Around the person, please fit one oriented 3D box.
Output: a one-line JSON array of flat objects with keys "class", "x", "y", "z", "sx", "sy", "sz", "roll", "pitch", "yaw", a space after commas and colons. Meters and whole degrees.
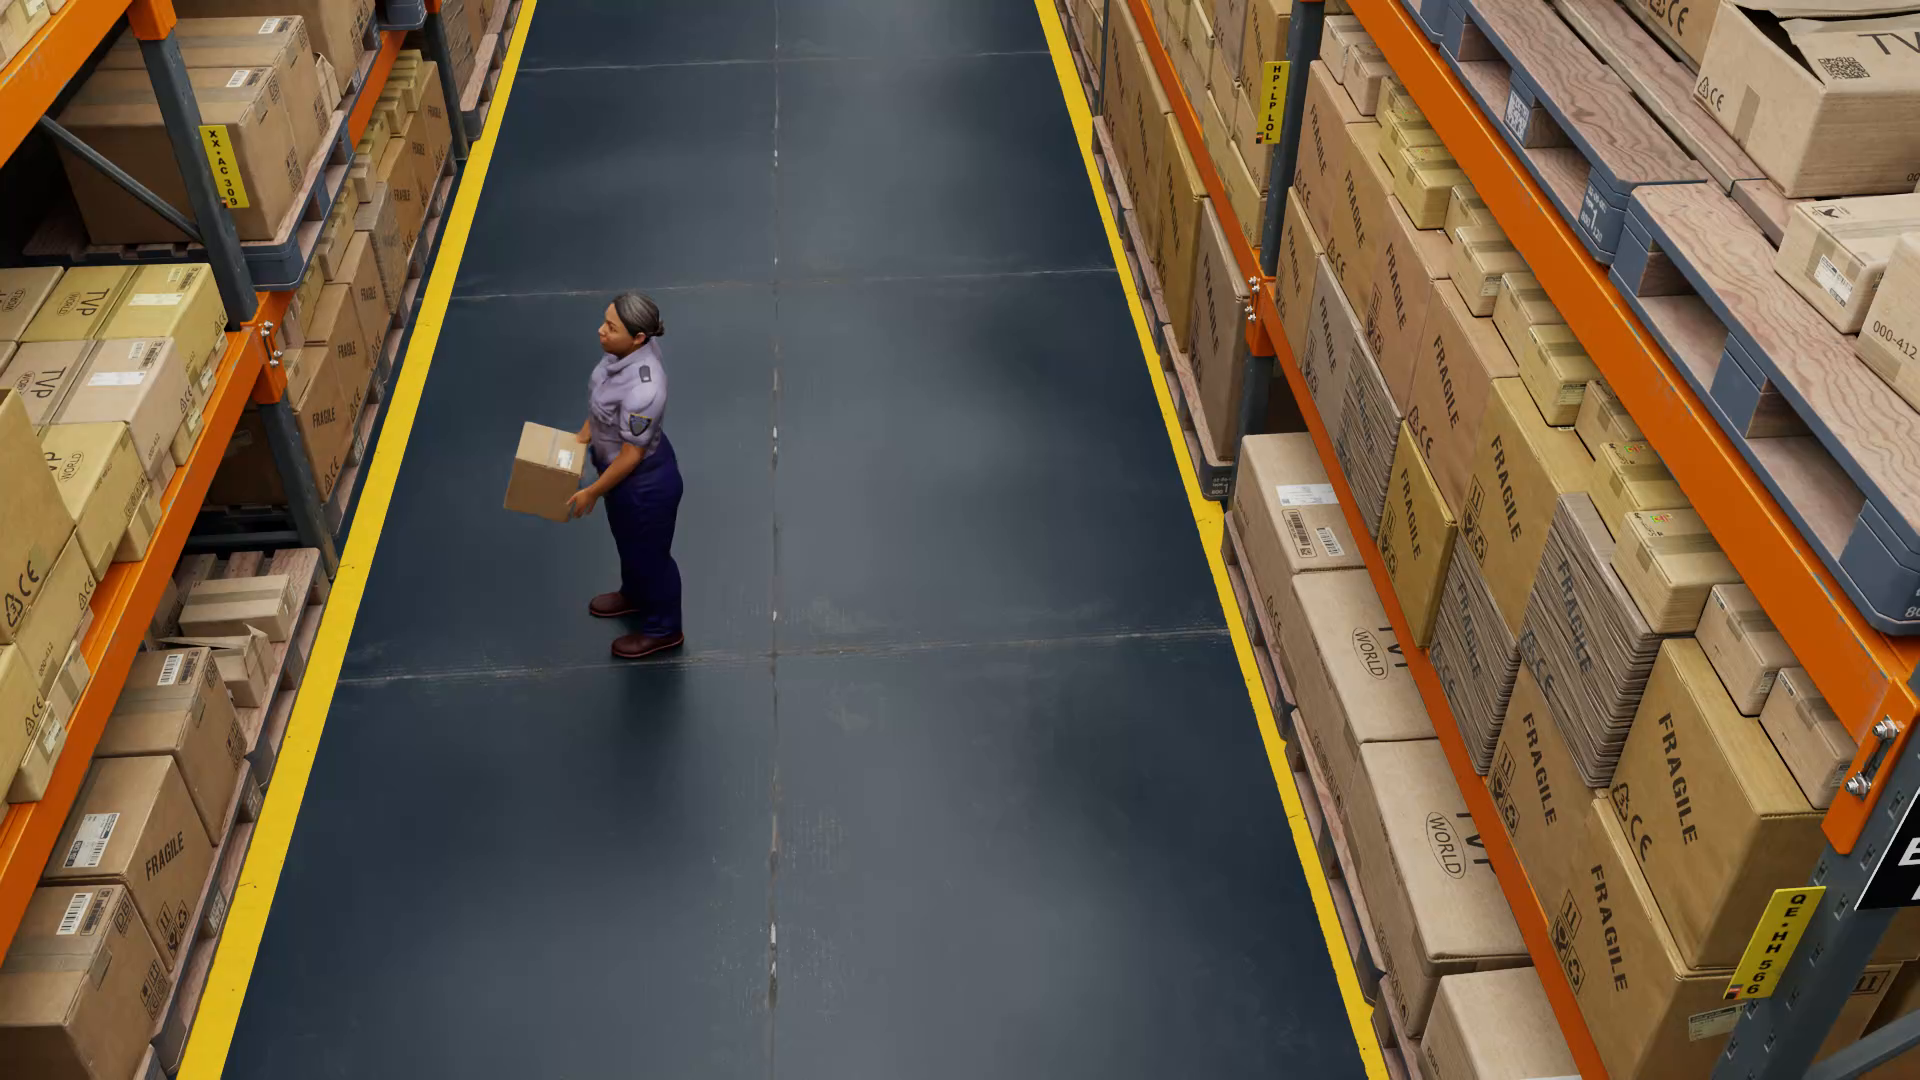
[{"class": "person", "x": -1.306, "y": -0.244, "z": 6.459, "sx": 0.460, "sy": 1.652, "sz": 0.538, "roll": -11, "pitch": 41, "yaw": -13}]
